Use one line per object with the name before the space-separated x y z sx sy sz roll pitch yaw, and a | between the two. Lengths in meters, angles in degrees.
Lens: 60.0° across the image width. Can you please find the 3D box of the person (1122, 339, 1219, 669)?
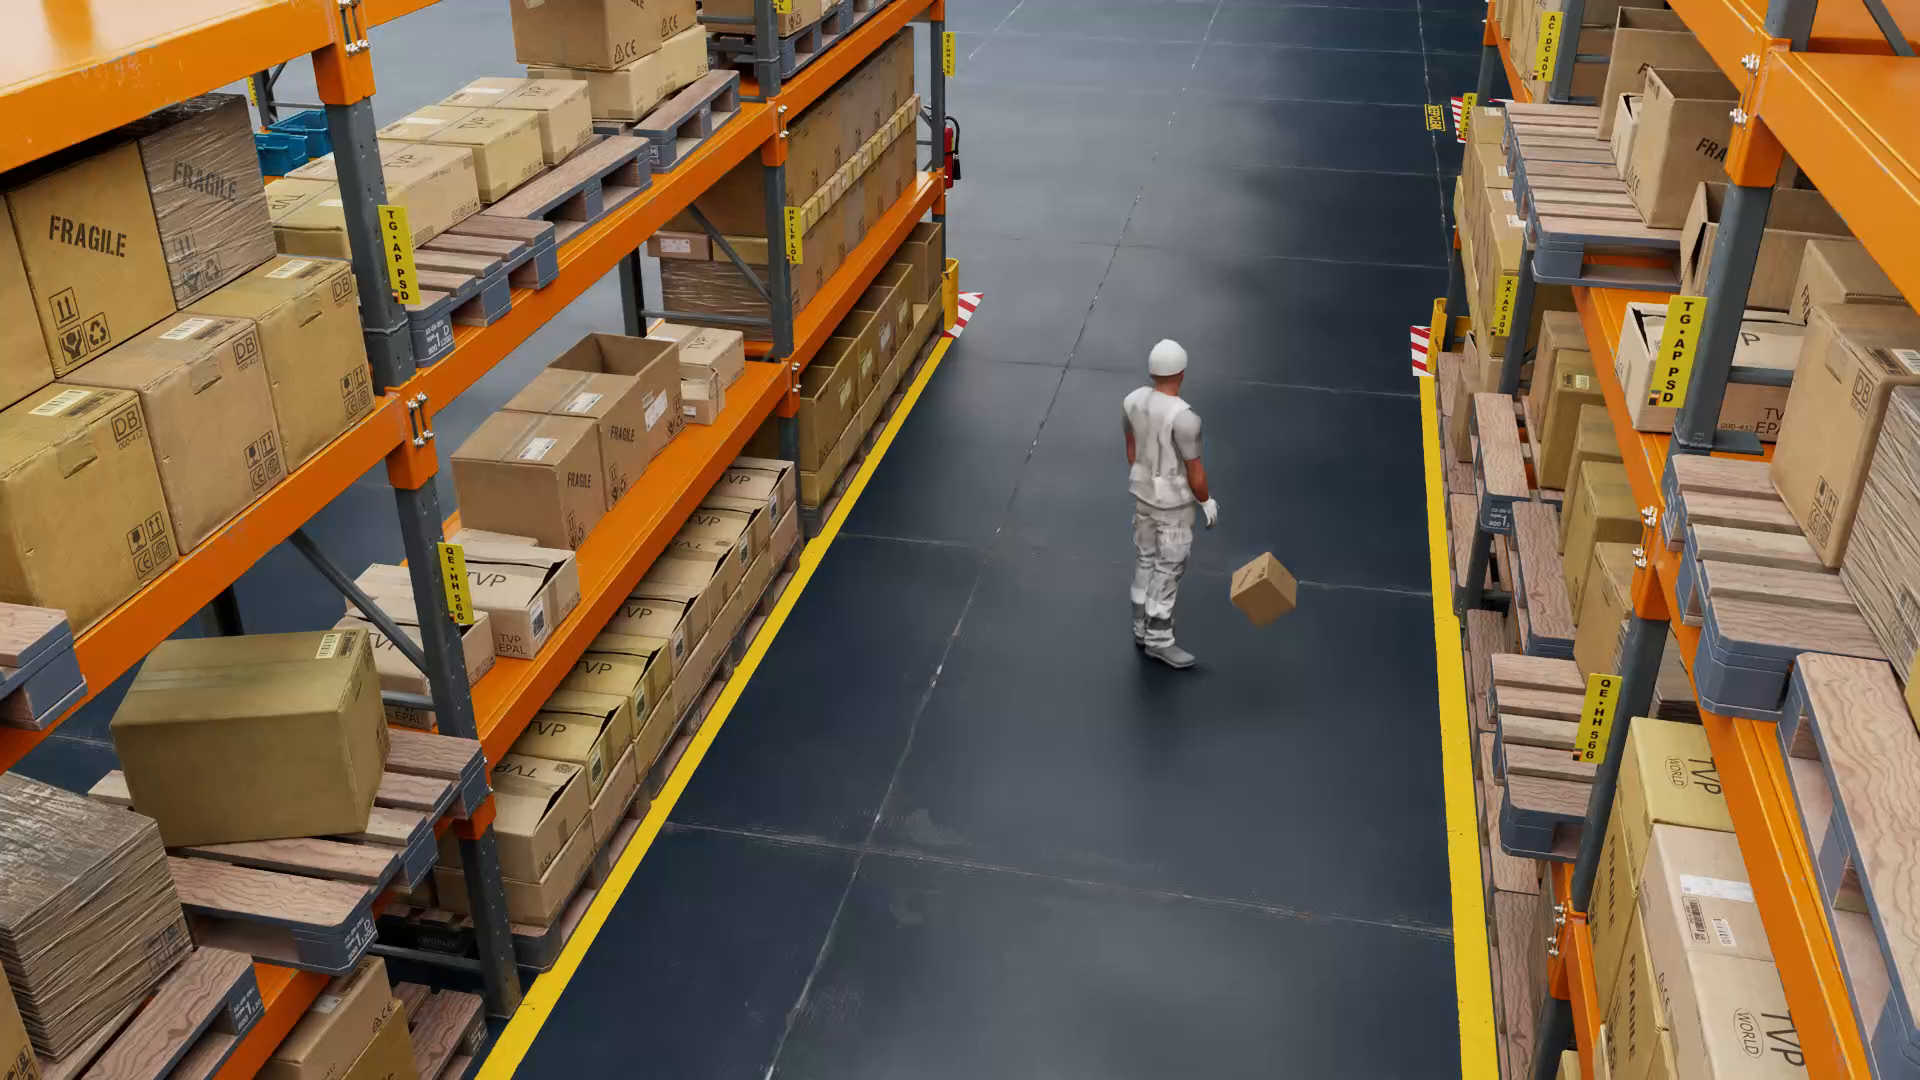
person | 1.140 -0.217 8.958 0.383 1.791 0.632 -17 33 -28
